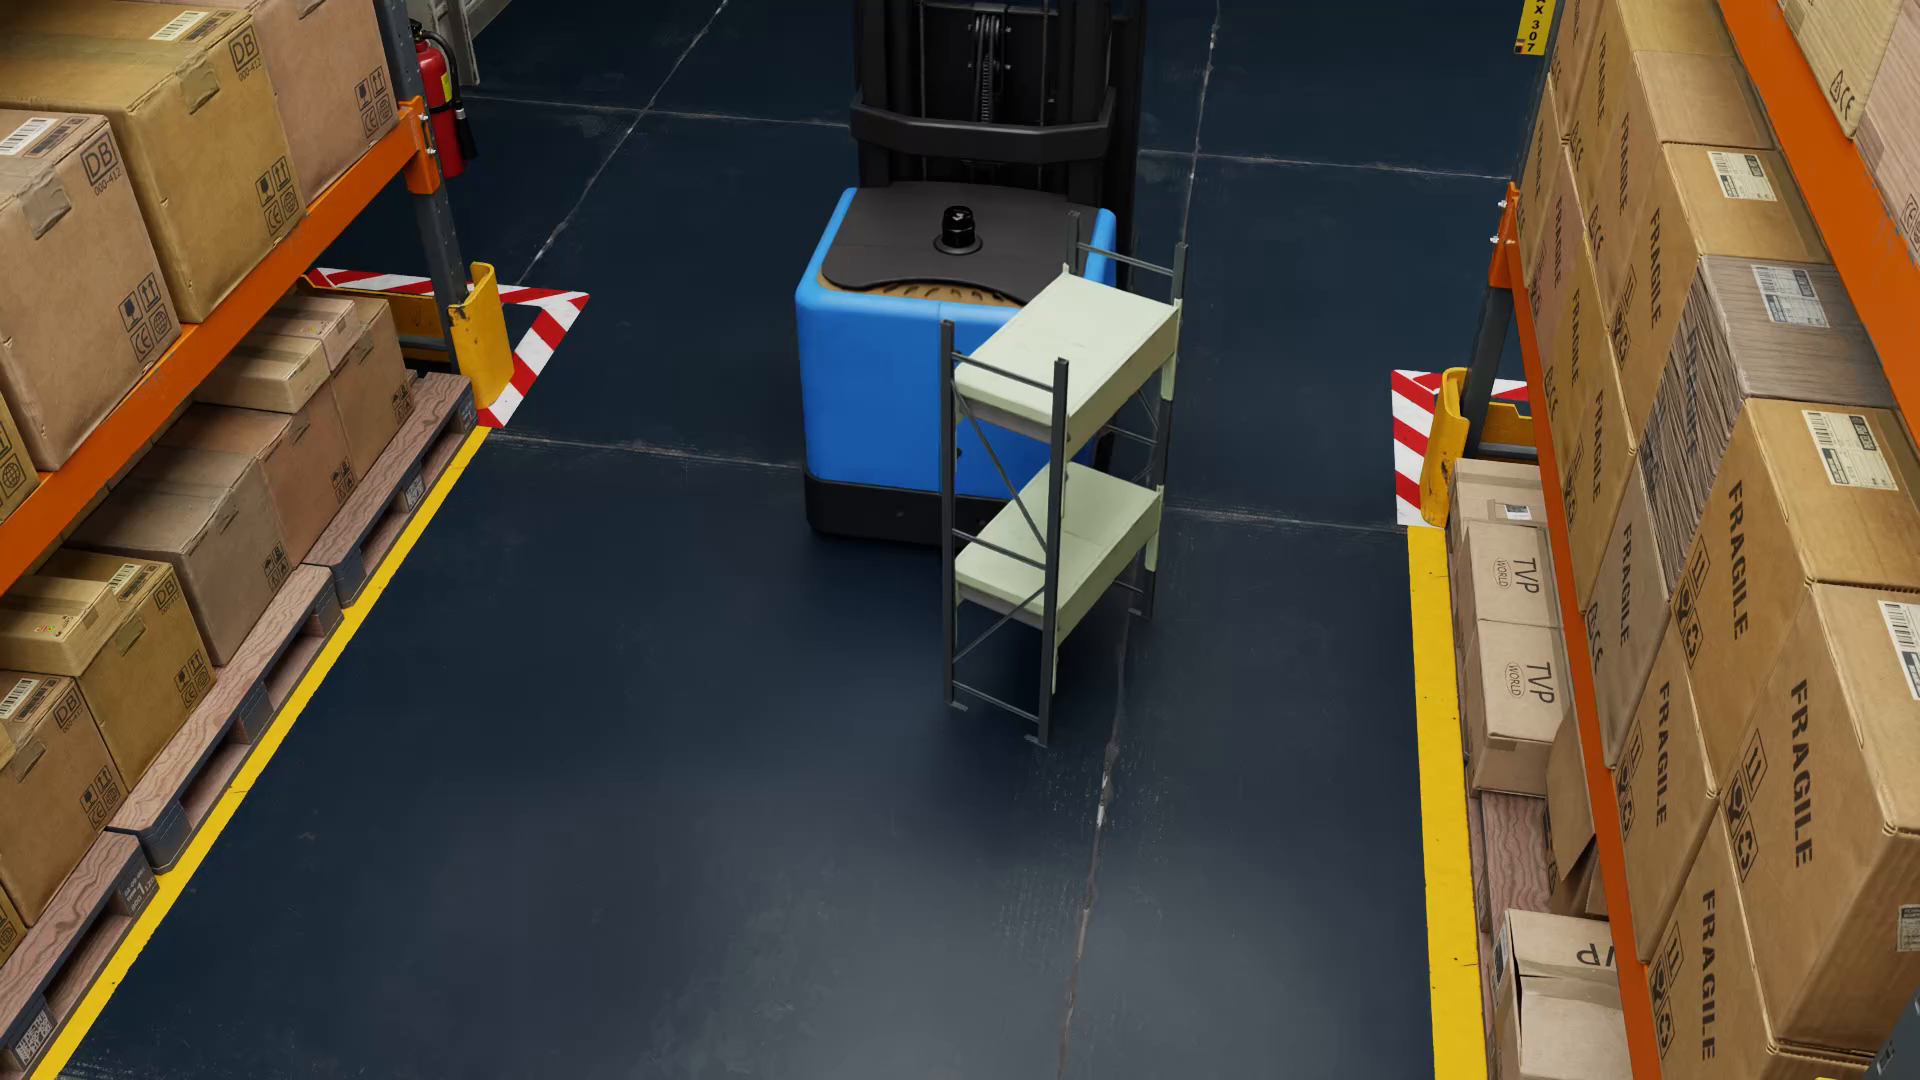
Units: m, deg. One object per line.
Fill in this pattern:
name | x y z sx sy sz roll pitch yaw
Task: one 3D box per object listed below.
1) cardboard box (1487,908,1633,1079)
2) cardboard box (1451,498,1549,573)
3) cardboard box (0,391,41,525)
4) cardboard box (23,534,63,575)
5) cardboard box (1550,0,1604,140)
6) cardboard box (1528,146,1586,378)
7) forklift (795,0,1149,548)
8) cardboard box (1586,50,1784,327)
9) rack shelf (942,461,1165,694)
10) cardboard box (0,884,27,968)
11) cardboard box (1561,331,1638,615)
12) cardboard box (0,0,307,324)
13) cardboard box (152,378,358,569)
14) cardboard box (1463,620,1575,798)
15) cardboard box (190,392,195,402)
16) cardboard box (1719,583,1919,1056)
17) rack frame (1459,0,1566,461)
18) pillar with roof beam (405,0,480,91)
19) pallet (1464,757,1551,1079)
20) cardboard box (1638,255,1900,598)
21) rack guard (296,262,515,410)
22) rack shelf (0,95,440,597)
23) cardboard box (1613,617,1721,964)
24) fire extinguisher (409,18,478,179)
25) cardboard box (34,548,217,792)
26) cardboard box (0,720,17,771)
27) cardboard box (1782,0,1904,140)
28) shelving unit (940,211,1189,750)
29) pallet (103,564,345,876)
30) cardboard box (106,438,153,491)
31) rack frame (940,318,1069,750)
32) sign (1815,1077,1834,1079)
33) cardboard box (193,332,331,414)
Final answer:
cardboard box | 1.631 1.216 4.190 0.500 0.311 0.500 6 40 8
cardboard box | 1.920 0.003 5.771 0.380 0.166 0.250 6 40 8
cardboard box | -2.956 -0.247 3.959 0.980 0.700 0.700 5 40 7
cardboard box | -2.965 0.011 5.006 0.380 0.149 0.250 6 40 7
cardboard box | 2.038 -1.476 4.818 0.500 0.500 0.500 8 40 9
cardboard box | 1.954 -0.766 4.744 0.500 0.500 0.500 6 40 7
forklift | 0.187 -2.003 6.373 1.130 2.935 3.031 6 40 8
cardboard box | 1.863 -0.834 4.041 0.500 0.500 0.500 7 40 8
rack shelf | 0.313 0.086 5.481 0.431 0.370 0.720 22 44 24
cardboard box | -2.967 1.008 4.309 0.700 0.500 0.500 7 40 8
cardboard box | 1.776 -0.138 3.985 0.500 0.500 0.500 7 40 8
cardboard box | -2.699 -1.182 5.090 0.980 0.700 0.700 6 40 7
cardboard box | -2.615 -0.280 5.866 0.700 0.500 0.500 6 40 8
cardboard box | 1.828 0.526 5.072 0.500 0.250 0.500 6 40 8
cardboard box | -2.790 -0.626 5.776 0.380 0.149 0.250 6 40 8
cardboard box | 1.514 0.439 2.502 0.500 0.500 0.500 7 40 8
rack frame | 2.374 -1.302 5.470 1.000 3.000 0.127 6 40 8
pillar with roof beam | 1.350 -5.473 5.807 9.100 9.000 0.400 6 40 8
pallet | 2.011 1.085 4.773 1.003 0.211 1.213 6 40 8
cardboard box | 1.688 -0.199 3.274 0.500 0.500 0.500 7 40 8
rack guard | -2.501 -0.897 6.943 1.175 0.500 0.348 6 40 8
rack shelf | -2.852 -0.313 4.839 1.077 0.370 4.000 6 40 8
cardboard box | 1.604 0.504 3.207 0.500 0.500 0.500 7 40 9
fire extinguisher | -2.025 -1.716 6.325 0.296 0.674 0.183 6 40 8
cardboard box | -2.786 0.372 5.079 0.700 0.500 0.500 7 40 9
cardboard box | -2.728 0.564 4.337 0.380 0.149 0.250 8 40 9
cardboard box | 1.679 -0.851 2.689 0.500 0.250 0.500 6 40 8
shelving unit | 0.313 -0.166 5.273 0.431 1.500 0.755 22 44 24
pallet | -2.780 0.503 5.476 1.003 0.211 1.213 6 40 8
cardboard box | -2.877 -0.309 5.393 0.380 0.149 0.250 7 40 8
rack frame | 0.119 0.032 5.034 0.400 1.500 0.023 22 44 24
sign | 1.146 0.820 2.225 0.100 0.325 0.005 6 40 8
cardboard box | -2.414 -0.582 5.724 0.380 0.149 0.250 7 40 9
